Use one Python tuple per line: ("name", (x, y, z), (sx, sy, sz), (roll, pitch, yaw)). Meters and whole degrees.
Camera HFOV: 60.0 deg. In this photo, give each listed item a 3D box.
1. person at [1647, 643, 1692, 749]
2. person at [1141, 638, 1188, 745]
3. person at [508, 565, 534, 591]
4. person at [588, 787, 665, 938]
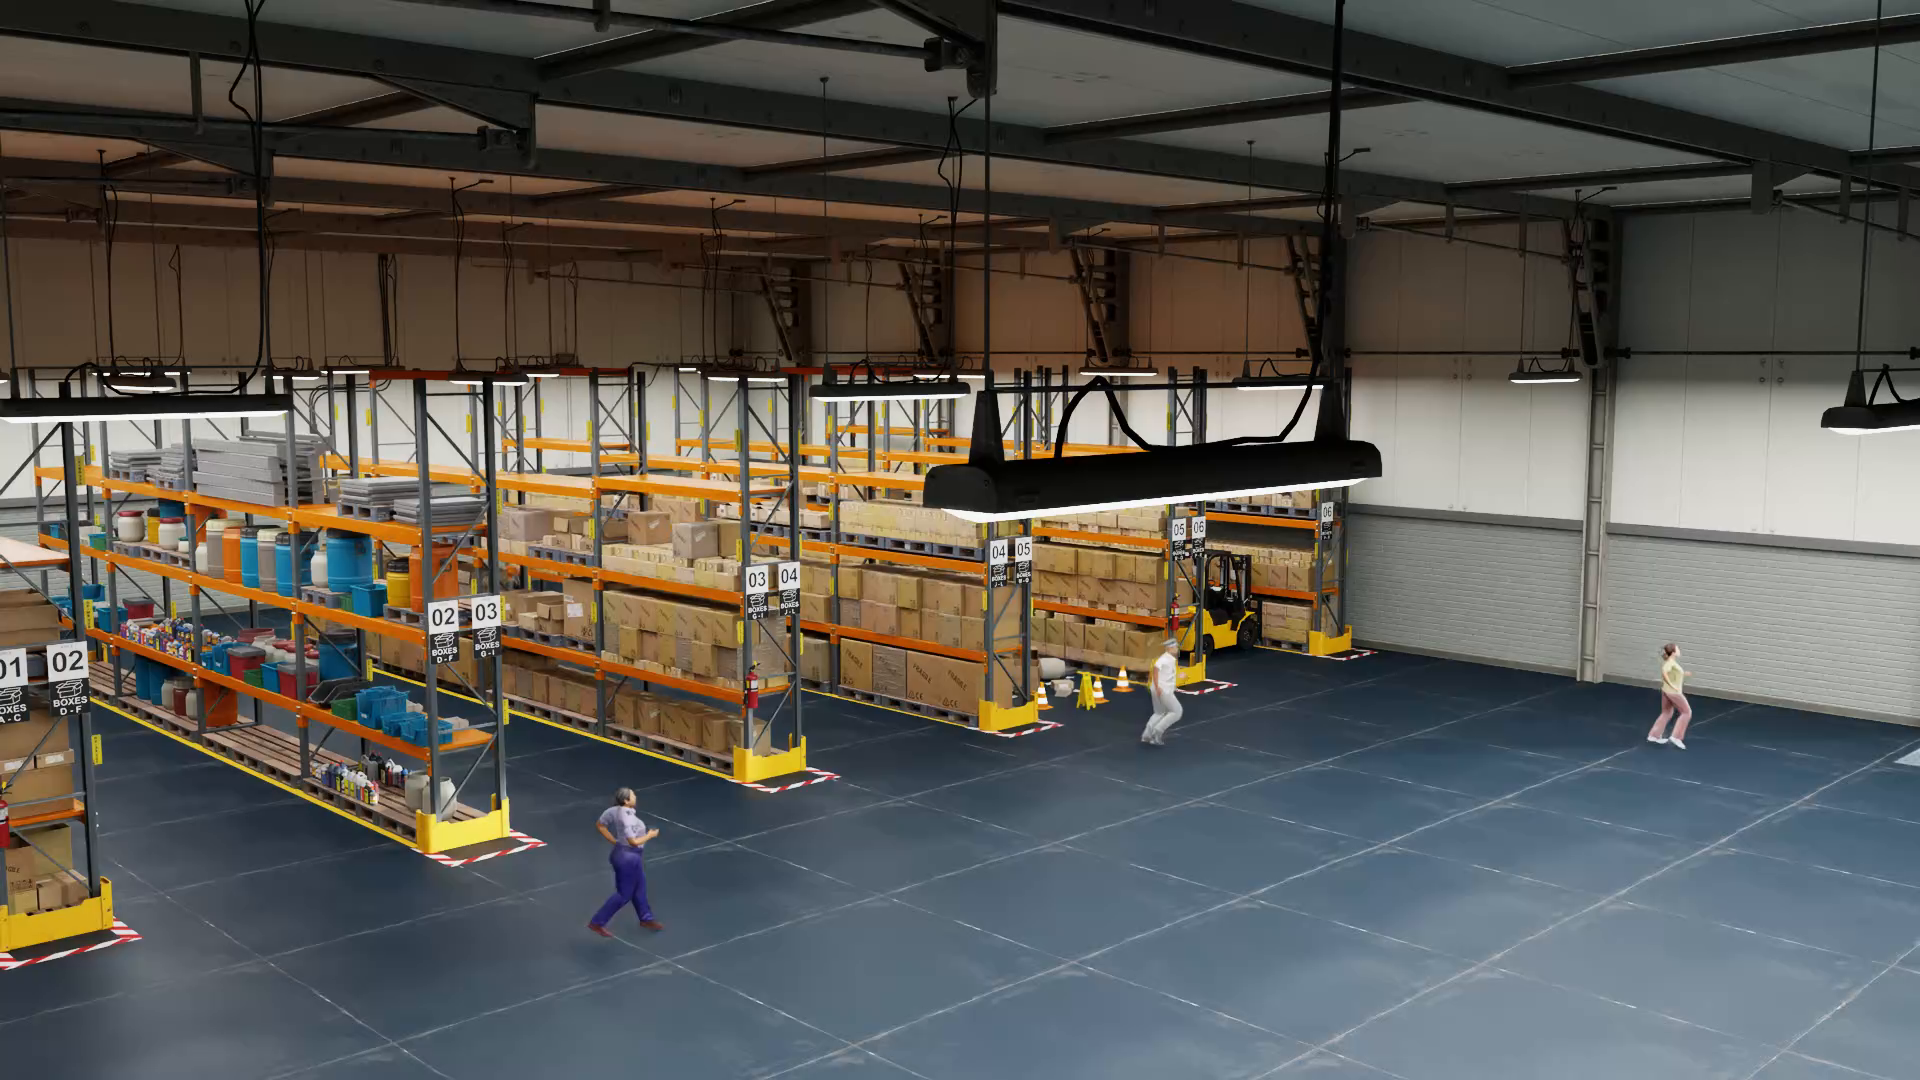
("person", (11.408, 2.519, 26.670), (0.670, 1.676, 0.558), (0, 6, 3))
("person", (3.307, 2.443, 26.821), (0.765, 1.736, 0.623), (-1, 6, -5))
("person", (-9.528, 1.392, 36.328), (0.690, 1.707, 0.653), (-6, 9, -42))
("person", (-3.603, 3.525, 17.938), (0.886, 1.581, 0.602), (-3, 7, -26))
